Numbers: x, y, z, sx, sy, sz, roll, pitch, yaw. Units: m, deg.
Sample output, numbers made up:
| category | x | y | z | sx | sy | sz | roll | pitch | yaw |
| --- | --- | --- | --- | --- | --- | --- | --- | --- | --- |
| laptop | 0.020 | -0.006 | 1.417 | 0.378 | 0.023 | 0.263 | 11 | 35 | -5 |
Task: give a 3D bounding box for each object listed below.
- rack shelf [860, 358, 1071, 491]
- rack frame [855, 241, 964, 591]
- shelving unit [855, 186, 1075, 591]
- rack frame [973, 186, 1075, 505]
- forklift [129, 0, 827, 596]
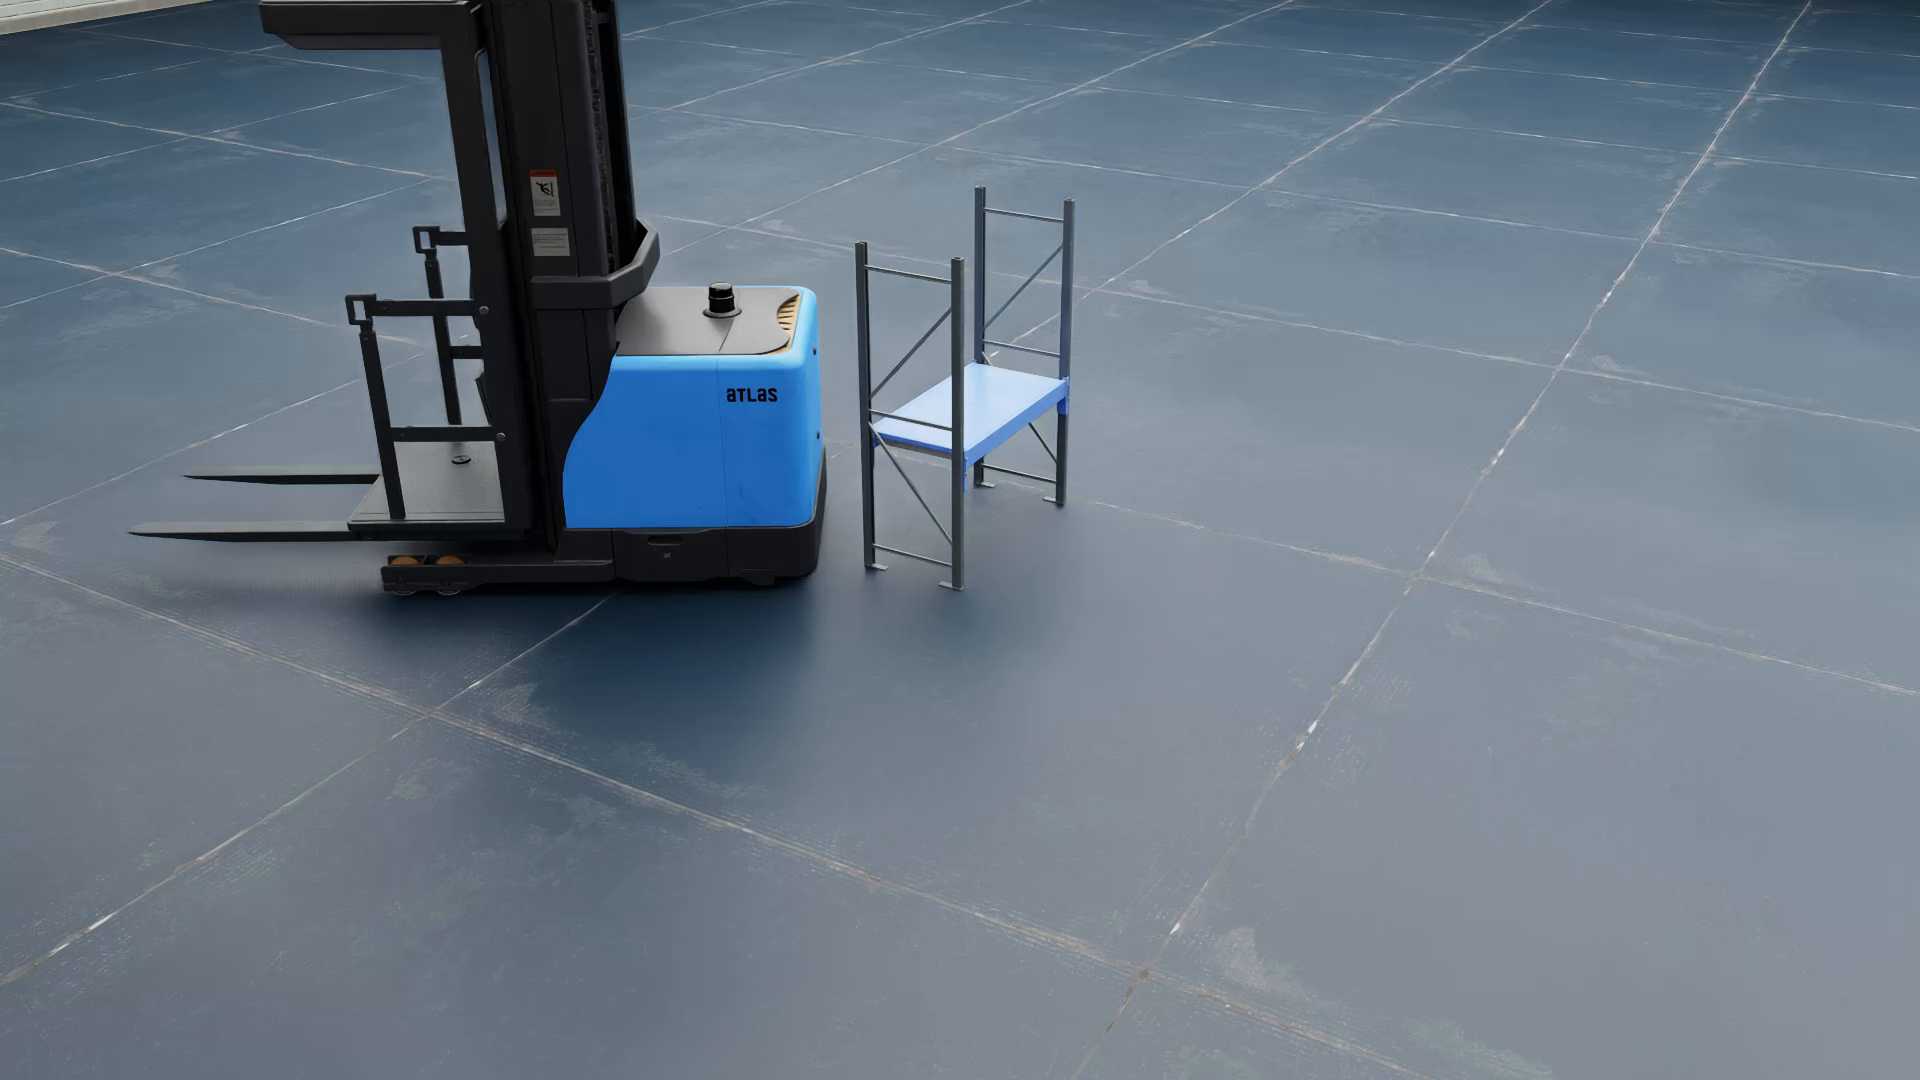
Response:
| category | x | y | z | sx | sy | sz | roll | pitch | yaw |
| --- | --- | --- | --- | --- | --- | --- | --- | --- | --- |
| rack shelf | 0.042 | -0.543 | 7.561 | 0.538 | 0.185 | 1.000 | 14 | 30 | 26 |
| rack frame | -0.208 | -0.506 | 7.085 | 0.500 | 1.500 | 0.032 | 14 | 30 | 26 |
| shelving unit | 0.042 | -0.704 | 7.481 | 0.538 | 1.500 | 1.048 | 14 | 30 | 26 |
| rack frame | 0.292 | -0.902 | 7.876 | 0.500 | 1.500 | 0.032 | 14 | 30 | 26 |
| forklift | -2.156 | -1.307 | 7.087 | 3.031 | 2.935 | 1.130 | -1 | 27 | -1 |
